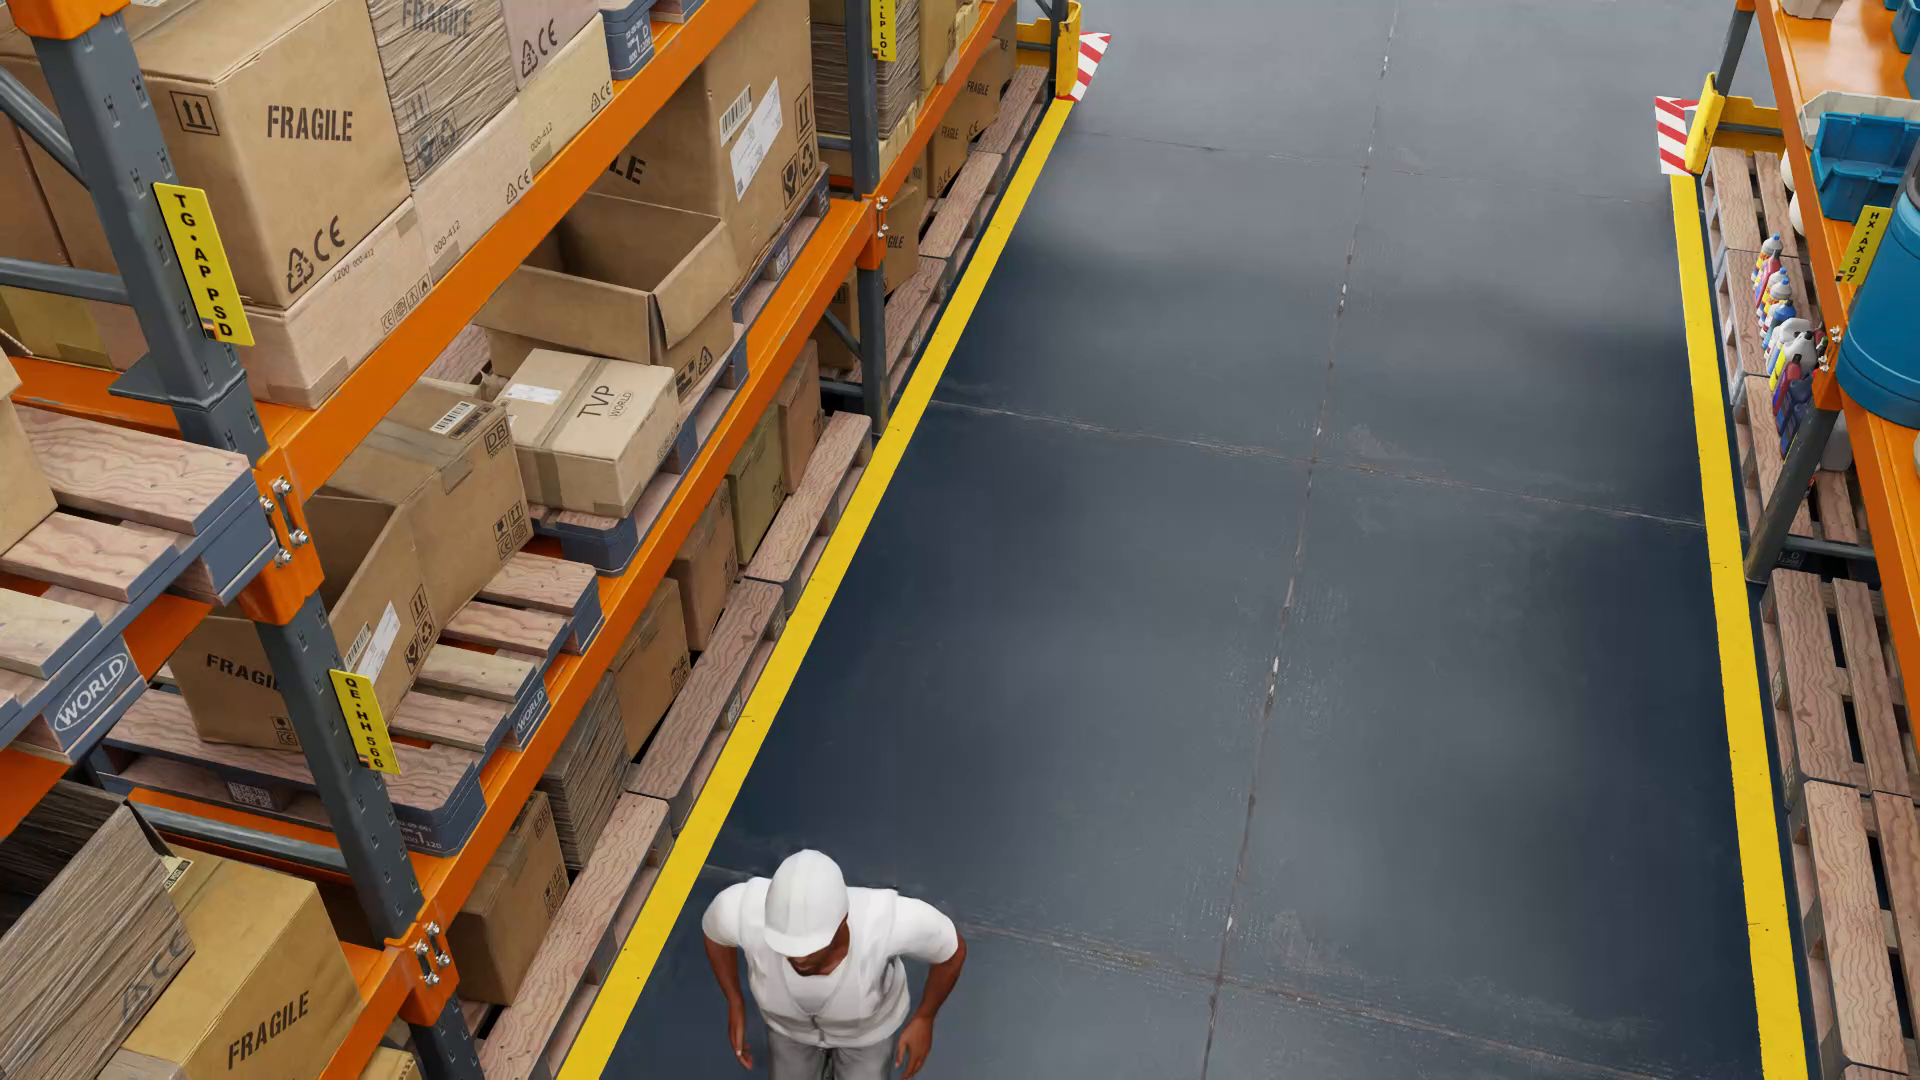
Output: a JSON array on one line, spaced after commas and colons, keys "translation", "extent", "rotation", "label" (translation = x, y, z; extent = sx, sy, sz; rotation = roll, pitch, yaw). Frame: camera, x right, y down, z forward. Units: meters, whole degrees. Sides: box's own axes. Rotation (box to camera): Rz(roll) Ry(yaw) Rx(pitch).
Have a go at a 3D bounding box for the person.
[{"translation": [-0.342, 1.294, 4.719], "extent": [0.727, 1.666, 0.767], "rotation": [5, 41, 6], "label": "person"}]
